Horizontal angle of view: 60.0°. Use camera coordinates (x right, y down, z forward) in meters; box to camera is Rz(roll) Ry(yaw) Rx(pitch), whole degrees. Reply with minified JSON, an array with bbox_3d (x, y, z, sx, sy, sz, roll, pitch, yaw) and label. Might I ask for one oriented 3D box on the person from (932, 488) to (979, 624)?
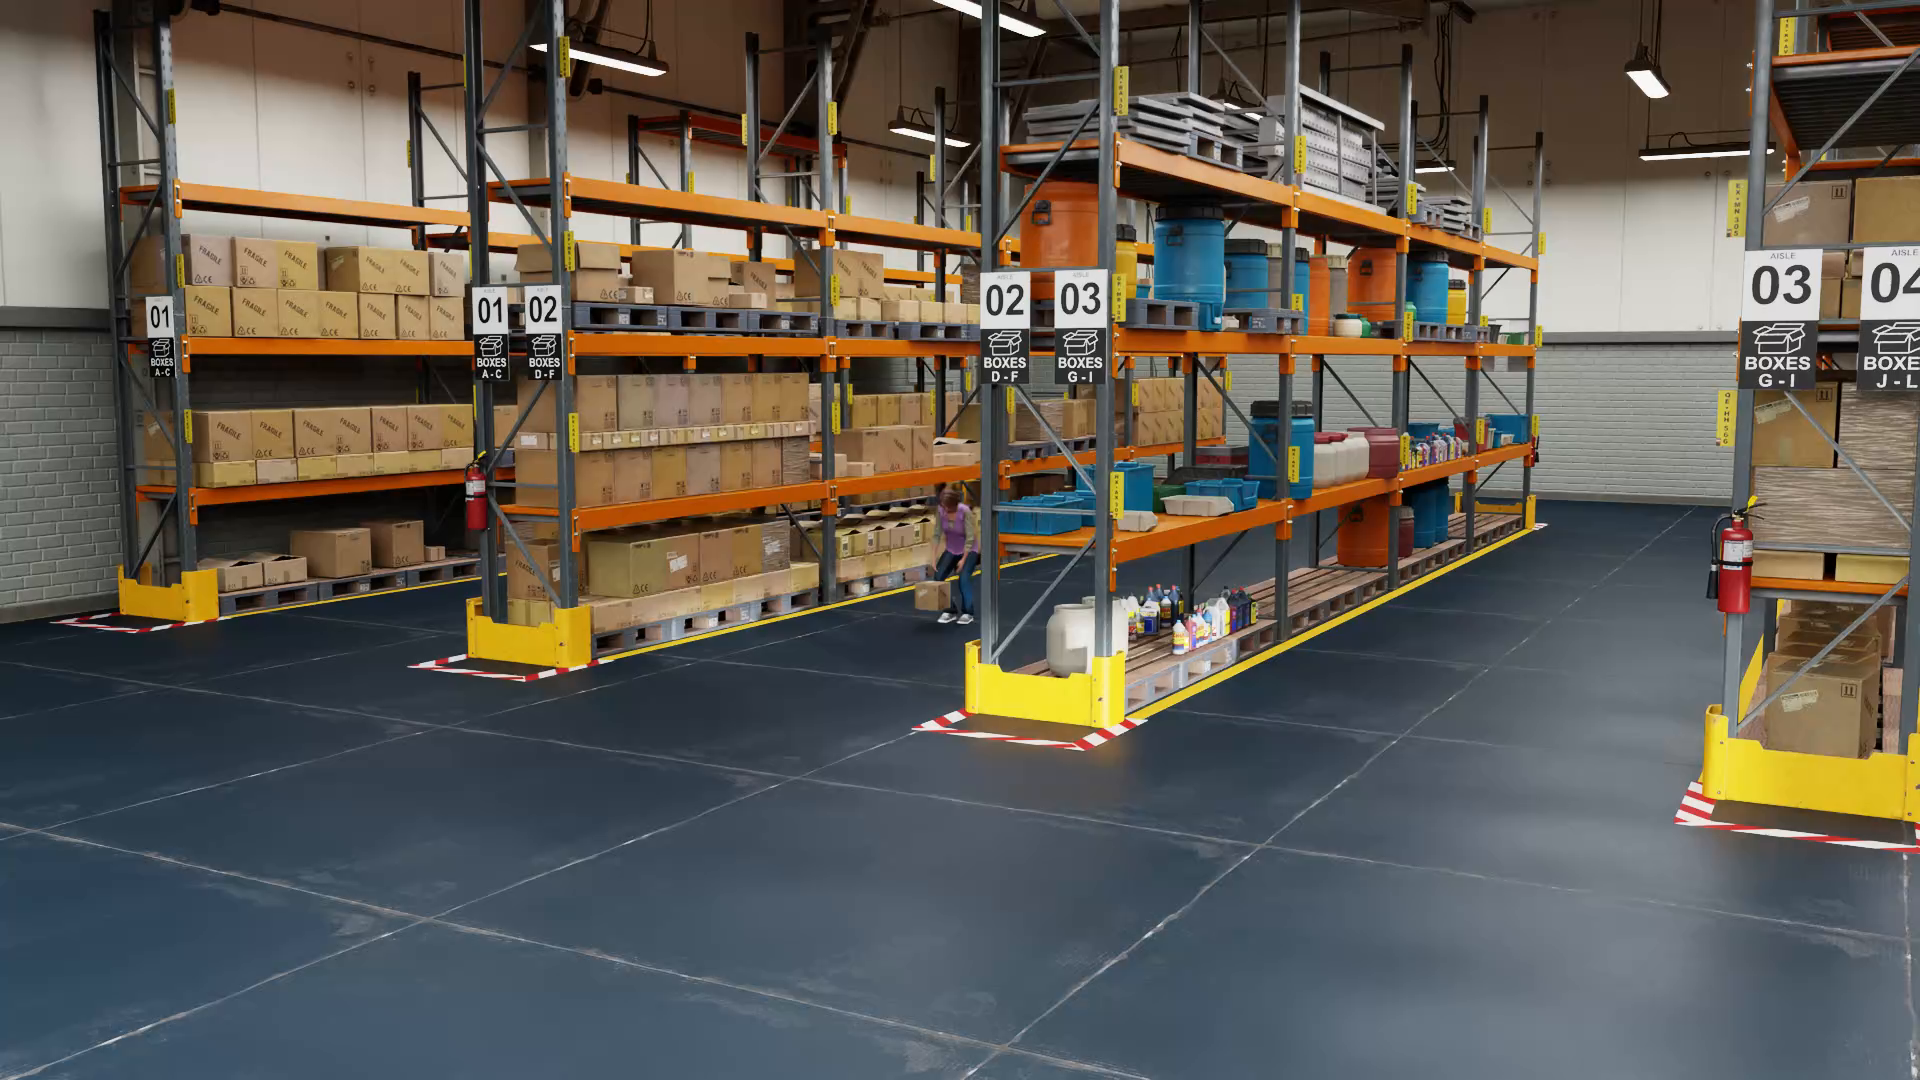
[{"bbox_3d":[-0.024,0.161,16.329,0.461,1.336,0.621,3,7,29],"label":"person"}]
